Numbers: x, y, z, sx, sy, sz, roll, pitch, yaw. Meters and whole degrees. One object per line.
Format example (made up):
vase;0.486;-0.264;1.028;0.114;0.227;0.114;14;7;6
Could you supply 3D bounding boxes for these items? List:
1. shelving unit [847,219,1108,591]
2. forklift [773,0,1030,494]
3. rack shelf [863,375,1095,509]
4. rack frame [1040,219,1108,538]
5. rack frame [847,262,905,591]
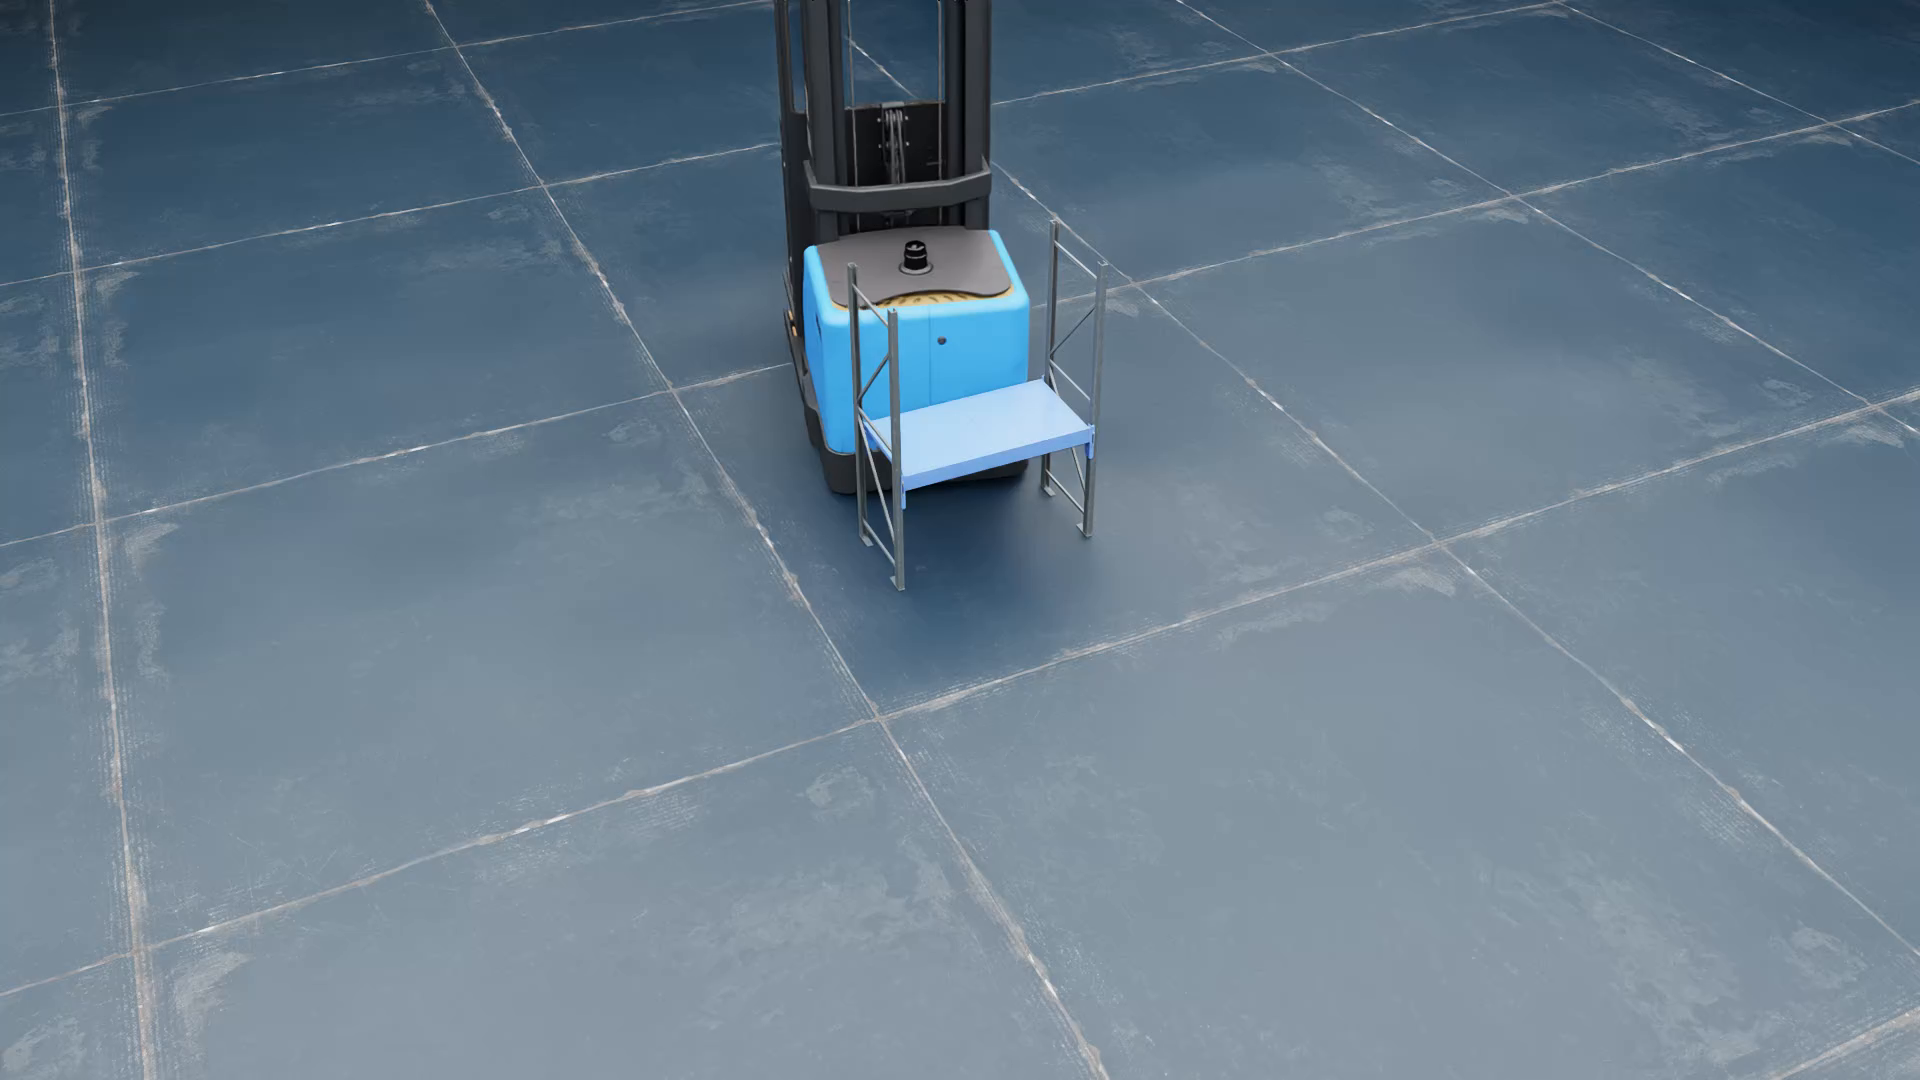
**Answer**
shelving unit;0.077;-0.624;7.832;1.048;1.500;0.538;-16;39;-20
forklift;-0.431;-2.288;8.875;1.130;2.935;3.031;-7;37;-9
rack shelf;0.077;-0.480;7.939;1.000;0.185;0.538;-16;39;-20
rack frame;0.537;-0.753;8.006;0.032;1.500;0.500;-16;39;-20
rack frame;-0.383;-0.495;7.659;0.032;1.500;0.500;-16;39;-20
